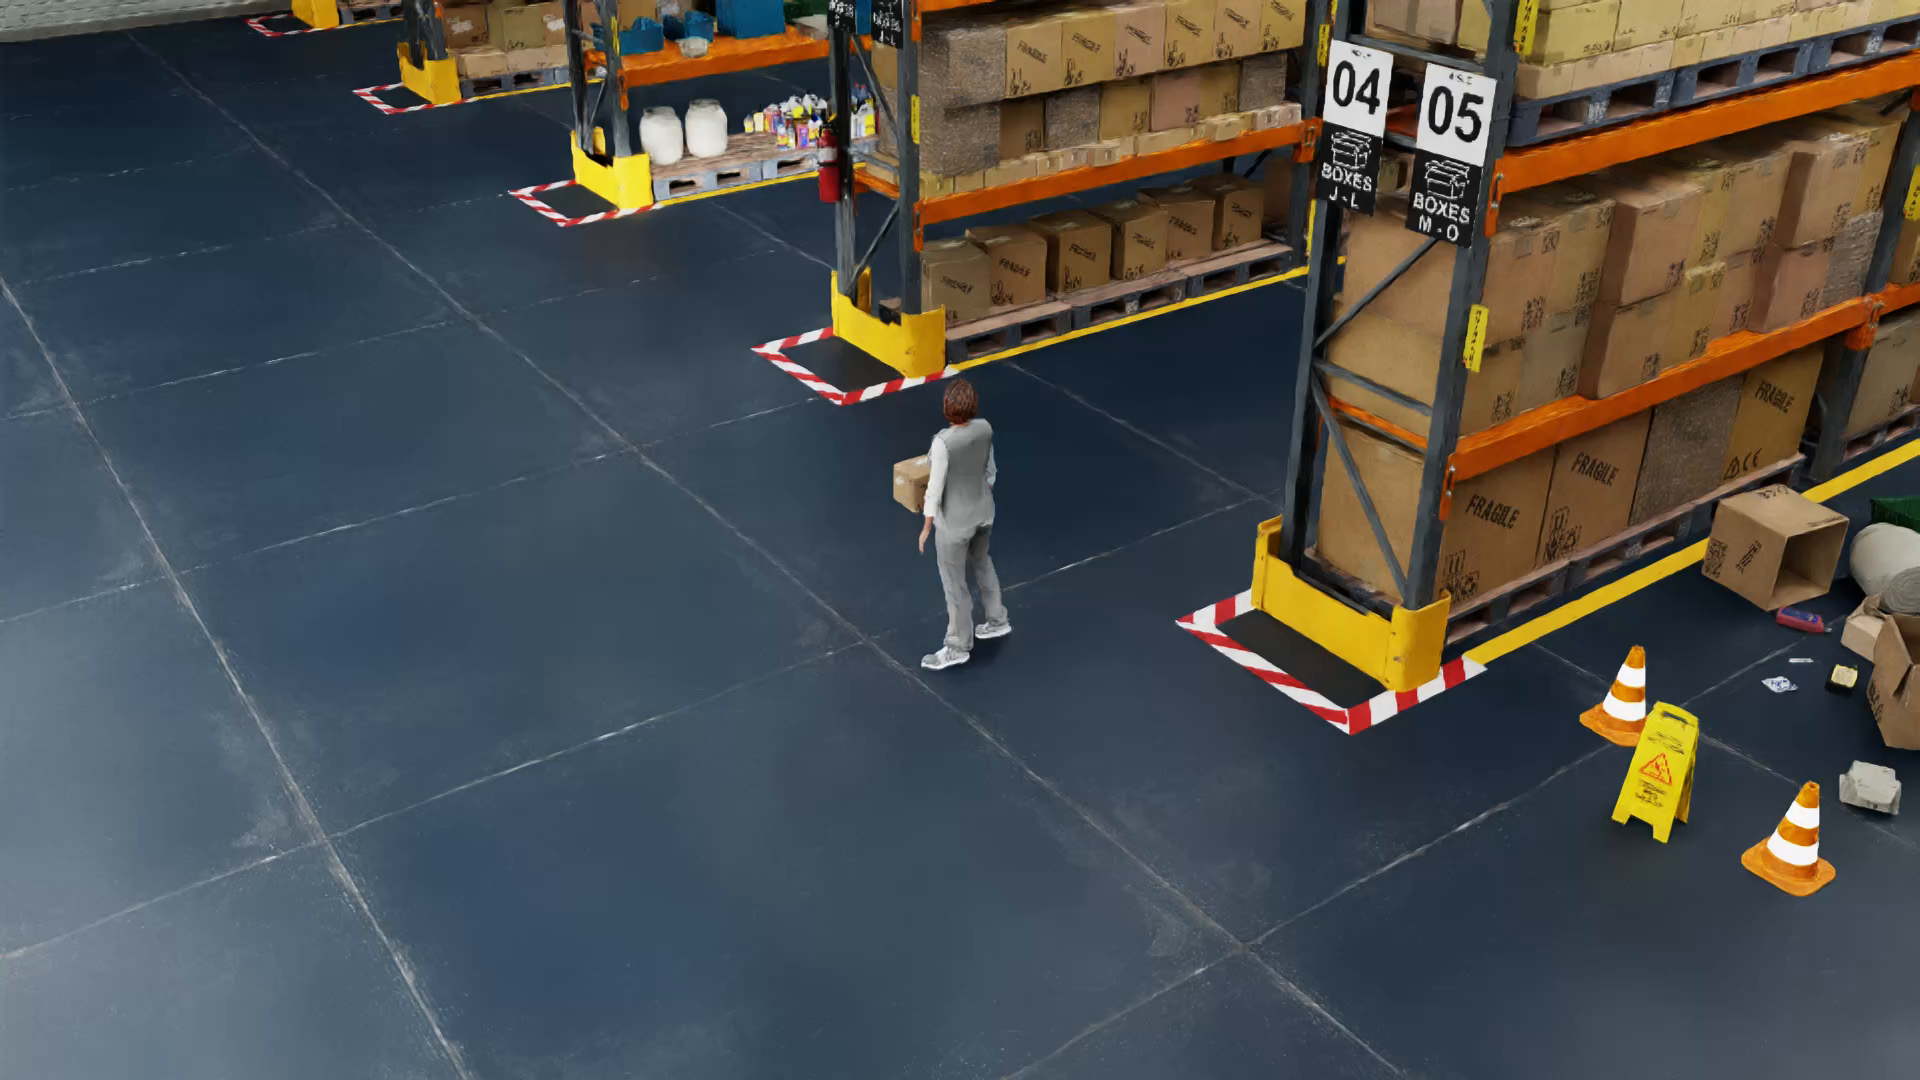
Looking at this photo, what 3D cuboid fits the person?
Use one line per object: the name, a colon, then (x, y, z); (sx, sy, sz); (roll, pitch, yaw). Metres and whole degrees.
person: (0.003, -0.092, 8.768); (0.555, 1.616, 0.318); (-25, 37, -37)
